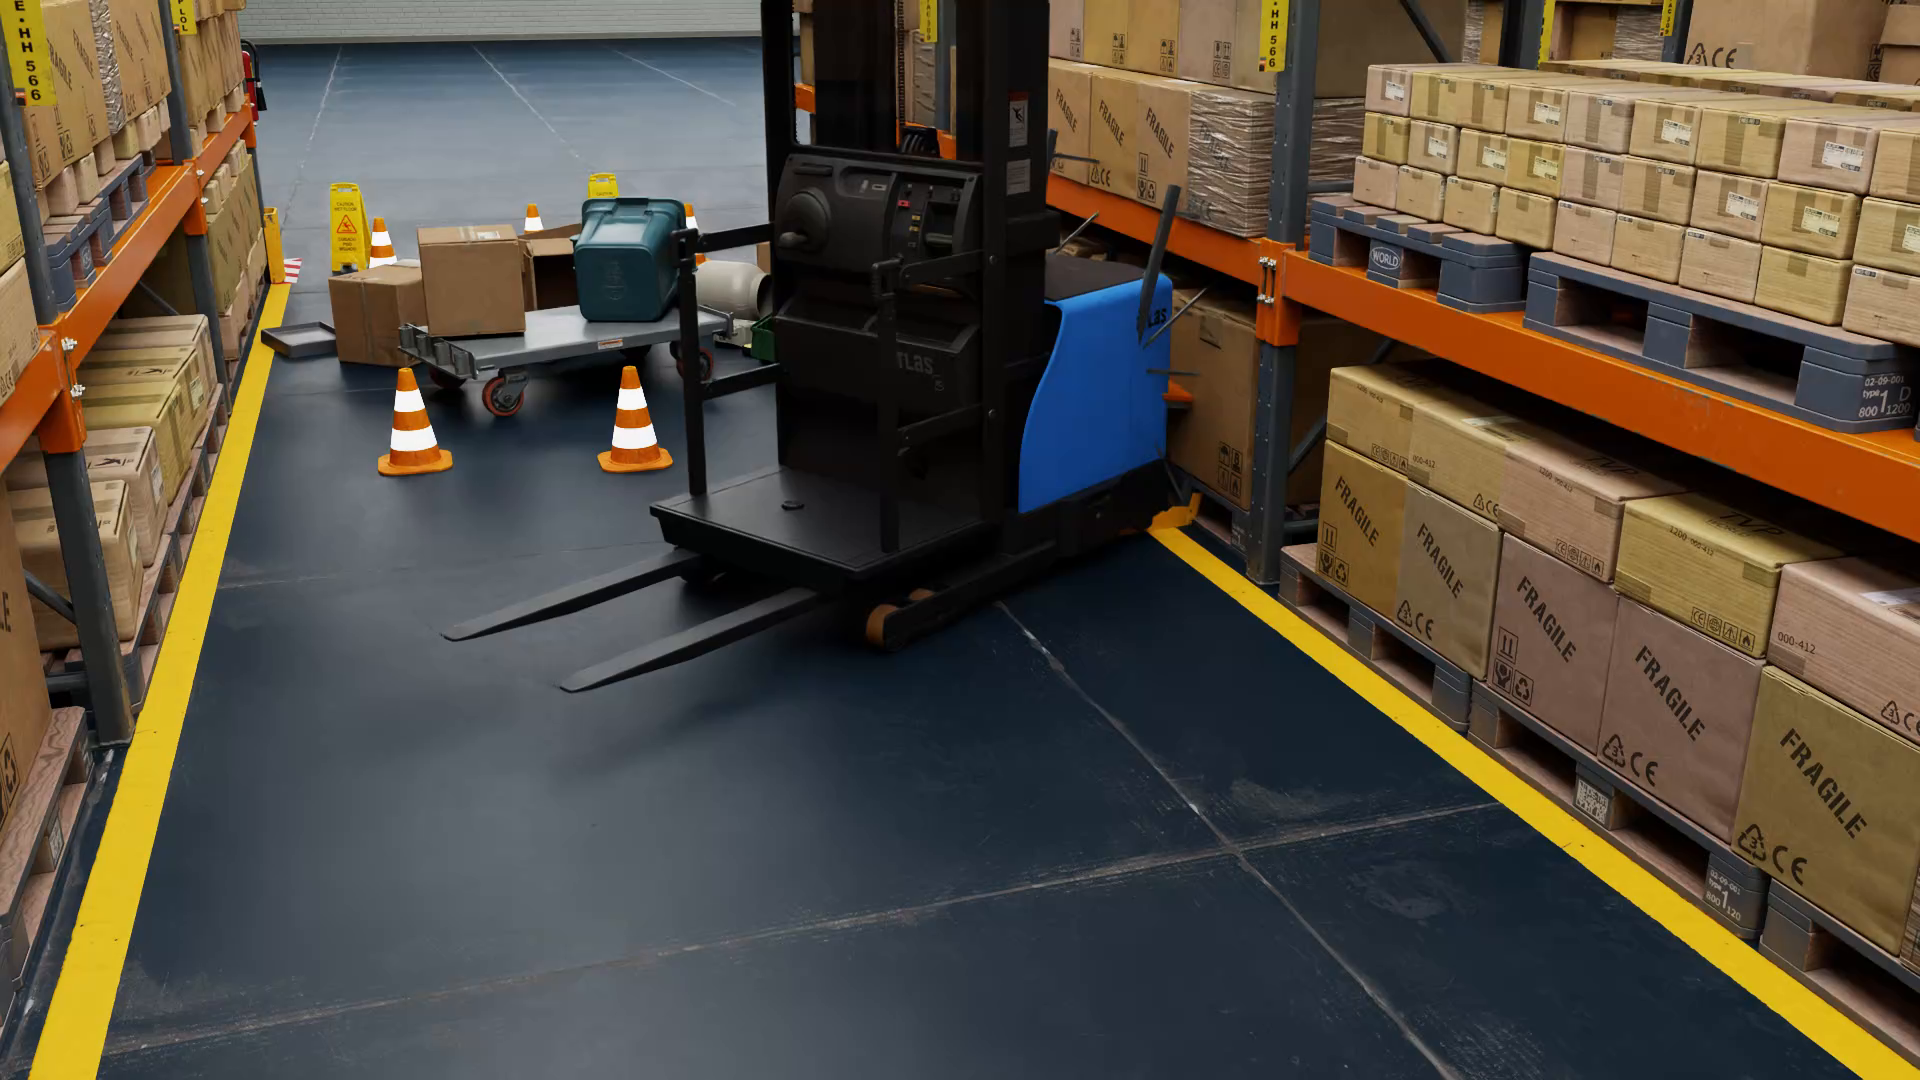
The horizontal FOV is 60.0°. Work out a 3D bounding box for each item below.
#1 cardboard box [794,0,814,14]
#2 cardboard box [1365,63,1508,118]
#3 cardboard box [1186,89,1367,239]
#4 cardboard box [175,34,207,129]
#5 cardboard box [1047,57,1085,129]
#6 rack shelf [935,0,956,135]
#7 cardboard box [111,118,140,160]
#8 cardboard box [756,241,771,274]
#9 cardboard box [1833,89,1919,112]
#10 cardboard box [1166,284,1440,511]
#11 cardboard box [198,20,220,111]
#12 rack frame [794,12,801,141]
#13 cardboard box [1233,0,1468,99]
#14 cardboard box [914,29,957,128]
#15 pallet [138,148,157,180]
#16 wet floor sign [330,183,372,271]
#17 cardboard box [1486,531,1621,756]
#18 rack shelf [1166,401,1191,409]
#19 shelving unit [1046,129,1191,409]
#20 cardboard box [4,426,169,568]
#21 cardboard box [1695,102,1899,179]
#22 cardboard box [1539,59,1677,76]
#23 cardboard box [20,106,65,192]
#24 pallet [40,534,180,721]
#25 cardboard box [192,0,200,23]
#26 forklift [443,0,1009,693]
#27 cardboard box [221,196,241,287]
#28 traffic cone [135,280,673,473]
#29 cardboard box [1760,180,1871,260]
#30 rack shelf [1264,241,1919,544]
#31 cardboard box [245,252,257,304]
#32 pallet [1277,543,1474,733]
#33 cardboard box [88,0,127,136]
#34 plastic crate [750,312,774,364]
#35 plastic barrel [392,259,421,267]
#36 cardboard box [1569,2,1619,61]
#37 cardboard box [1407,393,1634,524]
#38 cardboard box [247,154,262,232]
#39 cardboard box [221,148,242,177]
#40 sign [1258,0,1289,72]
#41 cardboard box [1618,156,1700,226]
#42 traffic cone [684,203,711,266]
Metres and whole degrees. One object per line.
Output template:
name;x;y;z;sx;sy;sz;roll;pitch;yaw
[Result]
cardboard box;-0.825;-4.322;12.692;0.875;0.550;0.550;-6;21;-17
cardboard box;1.572;-1.488;5.492;0.380;0.149;0.250;-6;21;-17
cardboard box;1.213;-1.462;6.401;0.500;0.500;0.500;-6;21;-17
cardboard box;-4.189;-2.382;8.523;0.500;0.500;0.500;-6;21;-17
cardboard box;0.576;-2.109;8.204;0.500;0.500;0.500;-6;21;-17
rack shelf;8.062;-2.726;10.068;15.905;3.000;4.168;-6;21;-17
cardboard box;-3.584;-1.639;6.792;0.380;0.149;0.250;-6;21;-17
cardboard box;-1.110;-1.796;11.174;0.500;0.500;0.500;-3;20;-8
cardboard box;2.603;-1.134;4.508;0.380;0.149;0.250;-5;20;-15
cardboard box;1.504;-0.643;6.975;1.050;0.750;0.750;-7;21;-18
cardboard box;-4.514;-2.703;9.417;0.500;0.500;0.500;-7;21;-18
rack frame;-0.905;-3.866;13.243;1.000;3.000;0.127;-6;21;-17
cardboard box;1.478;-1.962;6.313;0.700;0.500;0.500;-7;21;-17
cardboard box;0.225;-2.770;9.970;0.875;0.550;0.550;-6;21;-17
pallet;-4.213;-1.673;7.421;1.003;0.211;1.213;-6;21;-17
wet floor sign;-4.616;-2.374;12.572;0.267;0.644;0.232;1;20;2
cardboard box;1.917;0.259;4.834;0.500;0.500;0.500;-7;21;-19
rack shelf;0.628;-0.755;7.244;0.416;0.036;0.922;2;23;-28
shelving unit;0.645;-0.899;7.219;0.500;1.500;0.985;2;23;-28
cardboard box;-3.465;-0.120;6.079;0.950;0.372;0.625;-7;21;-18
cardboard box;2.061;-0.987;4.098;0.380;0.149;0.250;-7;21;-18
cardboard box;2.199;-1.550;5.664;0.380;0.149;0.250;-7;21;-19
cardboard box;-2.979;-1.294;4.873;0.500;0.500;0.500;-7;21;-19
pallet;-3.302;0.321;5.711;1.003;0.211;1.213;-6;21;-17
cardboard box;-4.247;-2.846;8.335;0.700;0.500;0.500;-7;21;-18
forklift;-0.843;-1.367;6.387;2.434;2.935;3.379;16;25;37
cardboard box;-4.423;-1.669;9.463;0.500;0.500;0.500;-6;20;-15
traffic cone;-3.060;-1.777;7.710;3.046;2.808;1.723;-6;21;-17
cardboard box;2.137;-0.764;3.916;0.380;0.149;0.250;-6;21;-17
rack shelf;2.238;-0.318;4.430;1.077;0.370;4.000;-6;21;-17
cardboard box;-4.738;-1.646;10.508;0.500;0.250;0.500;-7;21;-19
pallet;1.854;0.264;5.868;1.003;0.211;1.213;-6;21;-17
cardboard box;-3.473;-1.792;6.258;0.500;0.500;0.500;-7;21;-19
plastic crate;-0.946;-1.203;9.902;0.450;0.188;0.662;13;22;7
plastic barrel;-3.486;-1.593;10.726;0.512;0.421;0.421;8;21;20
cardboard box;4.886;-3.579;11.856;0.875;0.500;0.500;-6;21;-17
cardboard box;1.756;-0.263;5.179;0.500;0.250;0.500;-7;21;-18
cardboard box;-3.210;-0.897;5.111;0.853;1.989;13.684;-6;21;-17
cardboard box;-4.736;-2.364;10.437;0.380;0.149;0.250;-5;20;-15
sign;1.084;-1.784;5.732;0.100;0.325;0.005;-6;21;-17
cardboard box;1.977;-0.929;4.375;0.380;0.149;0.250;-7;21;-18
traffic cone;-2.086;-2.351;12.777;0.336;0.463;0.334;-6;21;-17
